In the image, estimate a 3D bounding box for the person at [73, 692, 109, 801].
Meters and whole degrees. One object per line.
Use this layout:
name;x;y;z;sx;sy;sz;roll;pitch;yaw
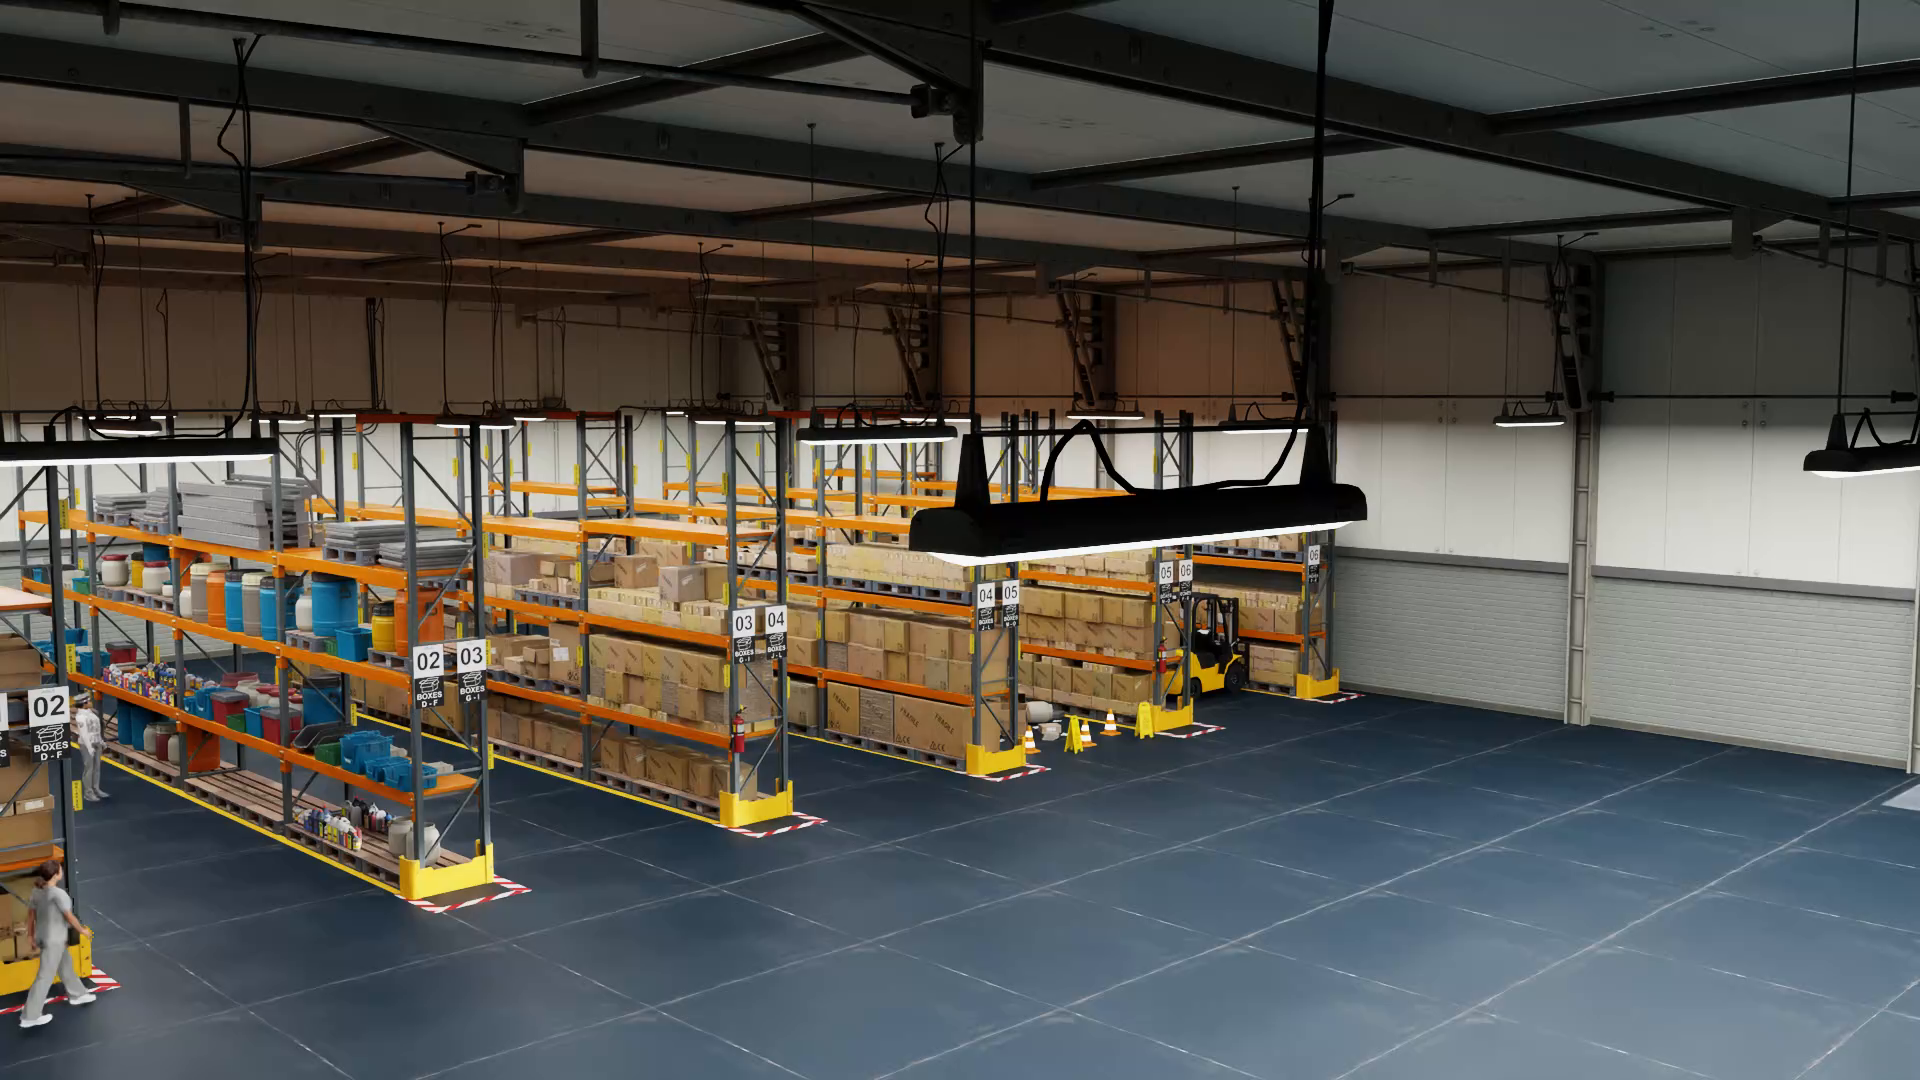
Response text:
person;-13.670;3.242;26.176;0.445;1.713;0.519;0;5;0

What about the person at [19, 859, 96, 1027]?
person;-9.114;4.021;16.845;0.469;1.633;0.918;2;6;26

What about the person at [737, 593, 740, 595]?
person;-5.182;2.093;38.556;0.585;1.774;0.431;3;6;29
